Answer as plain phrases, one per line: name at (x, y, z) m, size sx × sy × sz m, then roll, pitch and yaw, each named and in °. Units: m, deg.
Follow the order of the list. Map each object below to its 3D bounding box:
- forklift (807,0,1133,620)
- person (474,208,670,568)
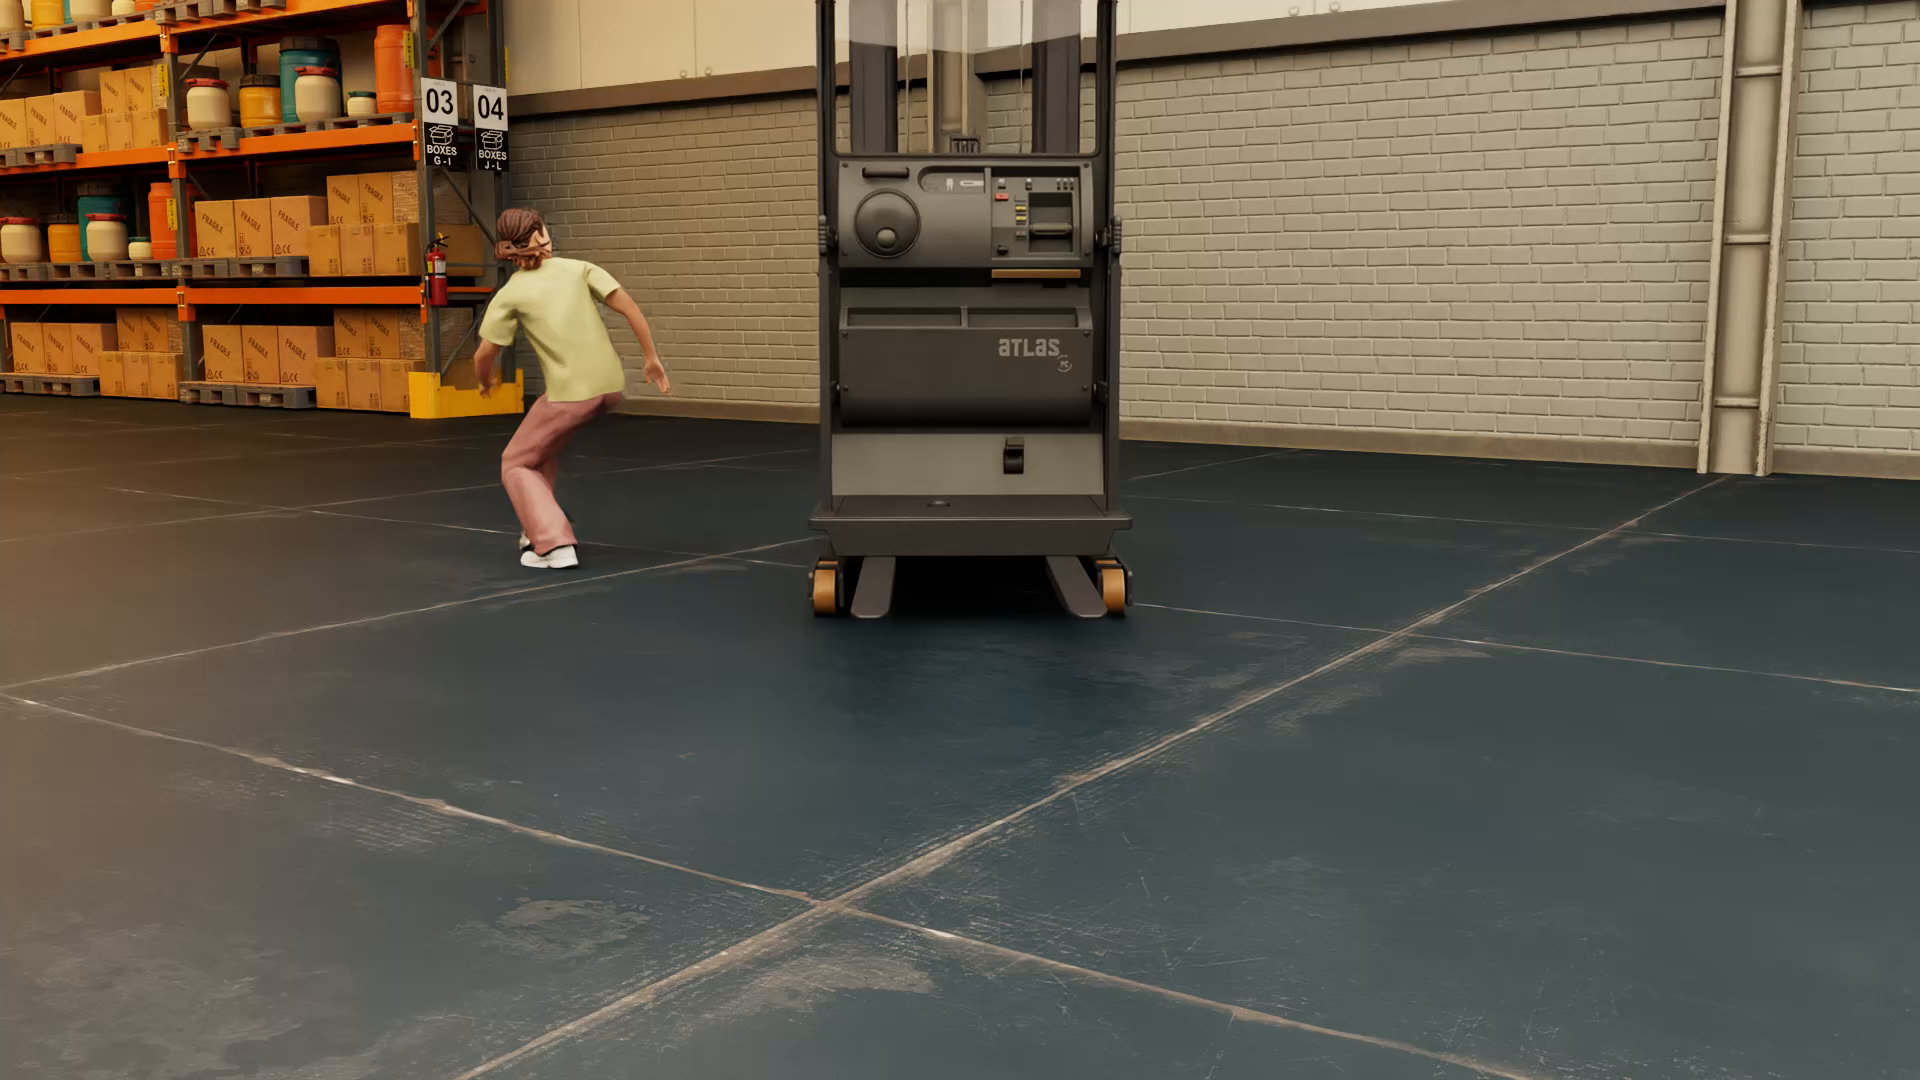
forklift at (0.028, -1.233, 5.867) m, size 1.130 × 2.935 × 3.031 m, roll 0°, pitch 8°, yaw -1°
person at (-1.689, -0.640, 6.970) m, size 0.715 × 1.475 × 0.688 m, roll 8°, pitch 11°, yaw 43°
